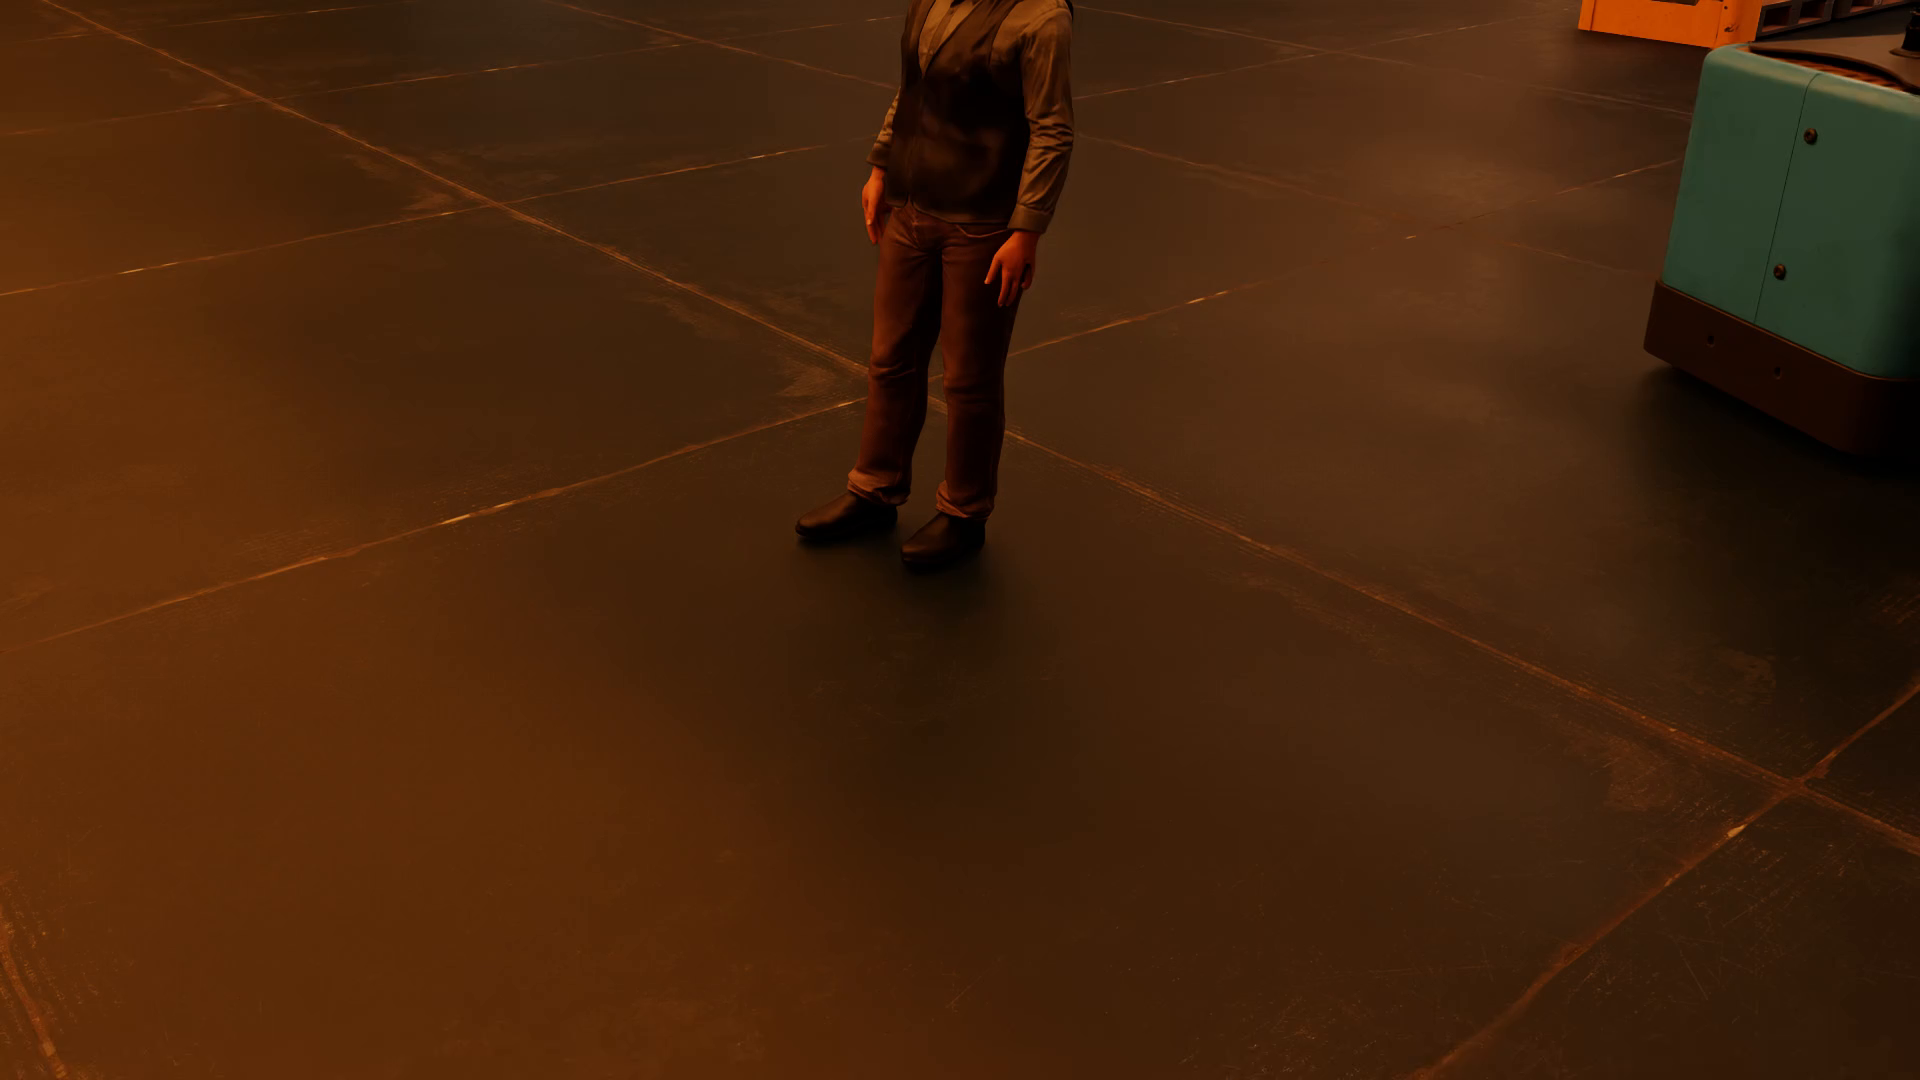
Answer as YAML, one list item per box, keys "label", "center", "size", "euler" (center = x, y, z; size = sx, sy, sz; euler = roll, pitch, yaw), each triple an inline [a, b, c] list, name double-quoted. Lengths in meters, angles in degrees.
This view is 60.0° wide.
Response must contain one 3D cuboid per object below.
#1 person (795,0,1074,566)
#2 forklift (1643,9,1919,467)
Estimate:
- label: "person"
  center: [-0.053, -0.762, 4.084]
  size: [0.566, 1.722, 0.633]
  euler: [-20, 33, -35]
- label: "forklift"
  center: [3.895, -1.890, 5.012]
  size: [3.031, 2.935, 1.130]
  euler: [-8, 27, -15]
